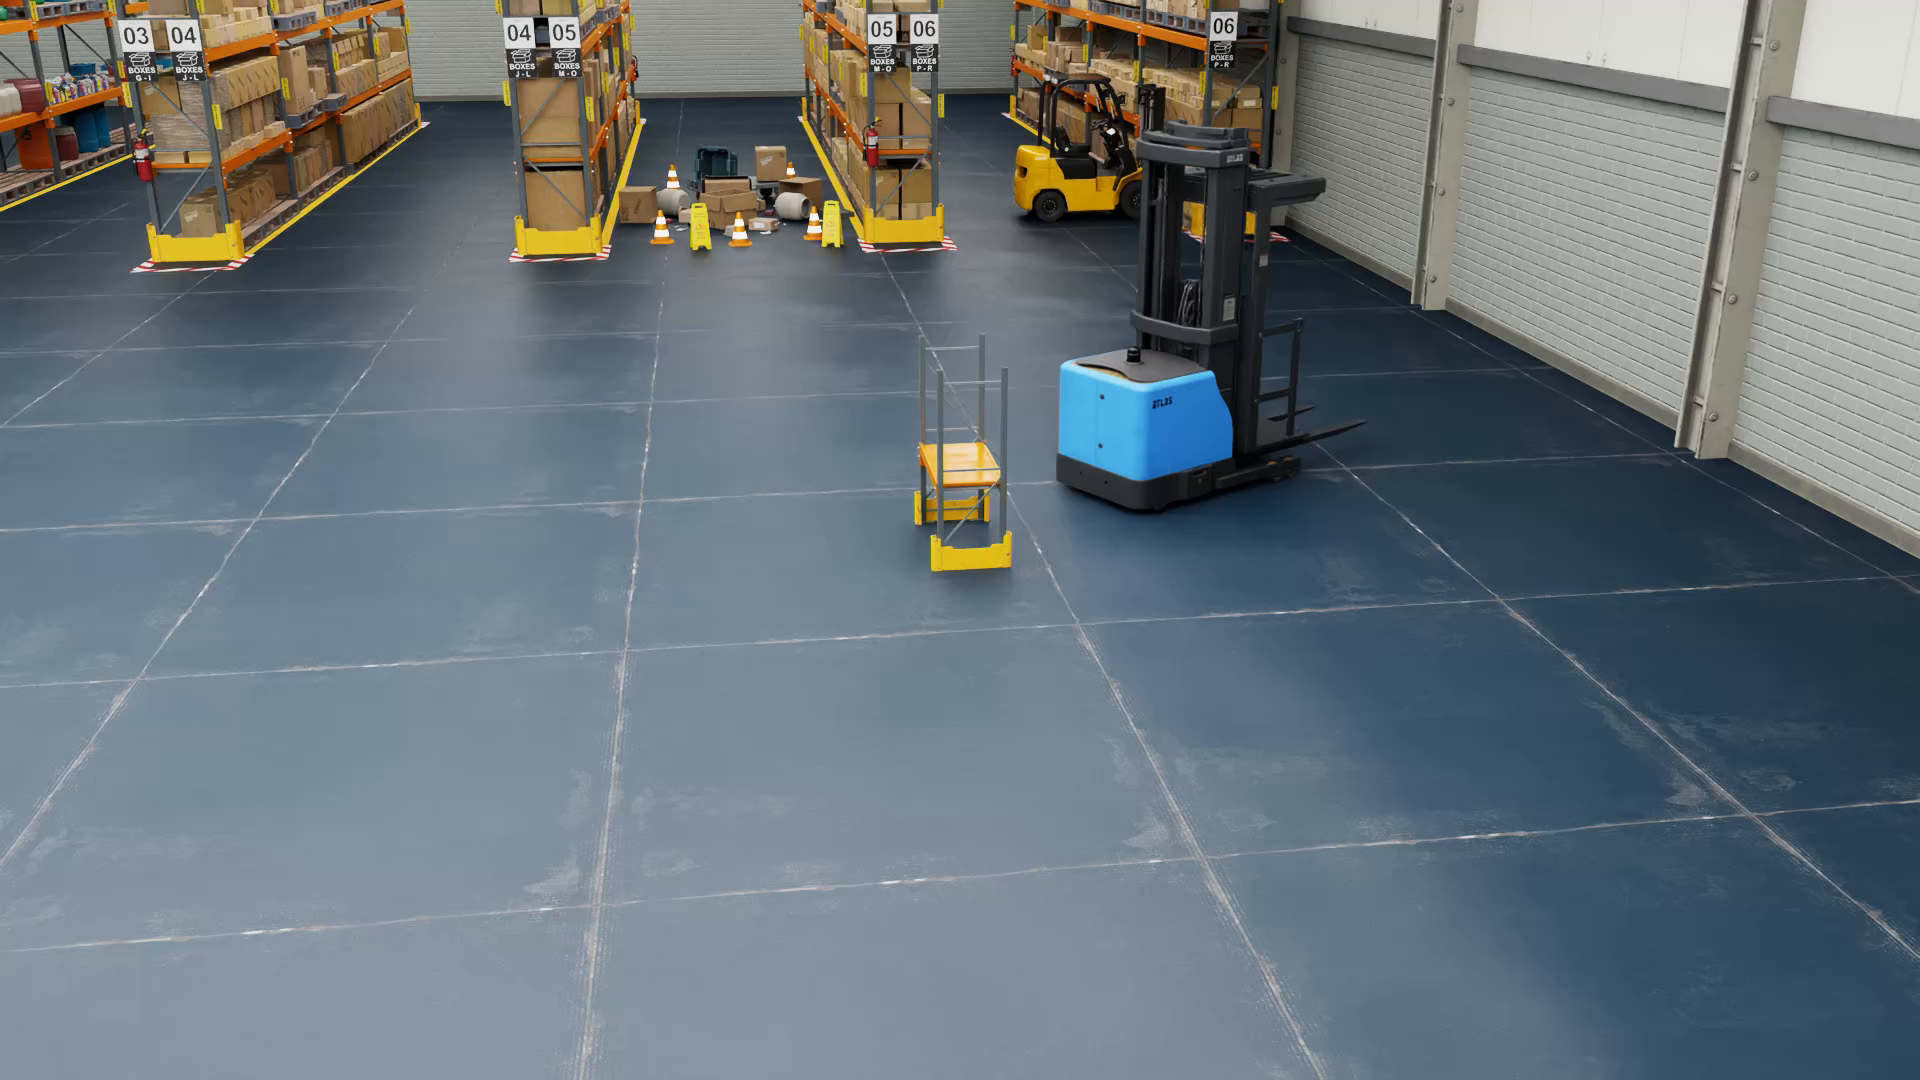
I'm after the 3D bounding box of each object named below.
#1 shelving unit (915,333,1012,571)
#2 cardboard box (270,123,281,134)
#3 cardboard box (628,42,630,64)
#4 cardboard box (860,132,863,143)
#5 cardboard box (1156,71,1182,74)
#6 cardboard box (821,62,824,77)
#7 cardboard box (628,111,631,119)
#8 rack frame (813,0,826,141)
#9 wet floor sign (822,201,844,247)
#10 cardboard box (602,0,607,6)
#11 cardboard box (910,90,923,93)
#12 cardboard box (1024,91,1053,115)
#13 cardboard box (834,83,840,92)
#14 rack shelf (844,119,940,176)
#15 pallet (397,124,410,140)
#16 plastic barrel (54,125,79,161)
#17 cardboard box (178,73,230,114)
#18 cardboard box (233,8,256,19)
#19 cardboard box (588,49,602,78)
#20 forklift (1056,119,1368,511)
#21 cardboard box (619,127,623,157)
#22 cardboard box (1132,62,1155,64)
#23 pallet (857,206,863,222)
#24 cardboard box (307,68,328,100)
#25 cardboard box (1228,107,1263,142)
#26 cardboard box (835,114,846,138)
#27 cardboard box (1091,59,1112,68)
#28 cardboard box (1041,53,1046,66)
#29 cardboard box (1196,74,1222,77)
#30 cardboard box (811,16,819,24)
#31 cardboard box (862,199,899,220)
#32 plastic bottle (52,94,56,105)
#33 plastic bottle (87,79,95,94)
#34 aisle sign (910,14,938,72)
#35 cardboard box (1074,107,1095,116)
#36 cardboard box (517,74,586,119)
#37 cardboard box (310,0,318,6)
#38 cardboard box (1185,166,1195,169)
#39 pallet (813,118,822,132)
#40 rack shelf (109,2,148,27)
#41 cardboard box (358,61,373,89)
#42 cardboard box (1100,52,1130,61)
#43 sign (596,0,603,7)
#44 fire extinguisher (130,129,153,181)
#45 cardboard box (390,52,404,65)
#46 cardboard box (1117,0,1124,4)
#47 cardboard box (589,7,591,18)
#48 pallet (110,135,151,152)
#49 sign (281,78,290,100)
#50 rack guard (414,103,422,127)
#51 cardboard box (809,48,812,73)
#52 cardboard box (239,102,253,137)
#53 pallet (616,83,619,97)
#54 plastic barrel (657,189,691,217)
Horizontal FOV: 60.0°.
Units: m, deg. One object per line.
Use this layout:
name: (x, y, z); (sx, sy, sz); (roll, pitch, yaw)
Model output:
shelving unit: (0.011, -0.676, 12.383); (0.587, 1.500, 1.083); (-3, 21, -8)
cardboard box: (-10.853, -6.432, 26.009); (0.380, 0.149, 0.250); (-3, 21, -8)
cardboard box: (-7.475, -10.583, 36.196); (0.500, 0.500, 0.500); (-2, 21, -5)
cardboard box: (-1.313, -6.072, 25.044); (0.380, 0.149, 0.250); (-3, 21, -7)
cardboard box: (3.442, -7.639, 27.385); (0.380, 0.149, 0.250); (-3, 21, -9)
cardboard box: (-2.464, -9.253, 32.704); (0.500, 0.250, 0.500); (-3, 21, -9)
cardboard box: (-7.389, -9.270, 36.297); (0.380, 0.149, 0.250); (-3, 21, -8)
rack frame: (-2.548, -9.966, 35.112); (1.000, 3.000, 0.127); (-3, 21, -8)
wet floor sign: (-1.850, -4.588, 24.079); (0.267, 0.644, 0.232); (4, 21, 11)
cardboard box: (-6.327, -9.404, 28.435); (0.500, 0.500, 0.500); (-3, 21, -8)
cardboard box: (-0.846, -6.706, 25.817); (0.500, 0.500, 0.500); (-3, 21, -9)
cardboard box: (1.866, -10.114, 38.480); (0.700, 0.500, 0.500); (-2, 21, -6)
cardboard box: (-2.088, -8.245, 30.263); (0.380, 0.149, 0.250); (-3, 21, -7)
rack shelf: (-1.106, -6.166, 25.967); (1.077, 0.370, 4.000); (-3, 21, -8)
pallet: (-12.566, -8.850, 36.110); (1.003, 0.211, 1.213); (-3, 21, -8)
plastic barrel: (-16.929, -7.458, 31.243); (0.600, 0.588, 0.708); (-3, 21, -8)
cardboard box: (-10.434, -6.170, 22.952); (0.500, 0.500, 0.500); (-3, 21, -8)
cardboard box: (-10.733, -7.846, 24.793); (0.380, 0.149, 0.250); (-4, 21, -9)
cardboard box: (-6.650, -8.303, 29.088); (0.700, 0.500, 0.500); (-3, 21, -9)
forklift: (2.274, -2.001, 13.884); (3.031, 2.935, 1.130); (-15, 25, -35)
cardboard box: (-6.705, -7.580, 31.696); (0.500, 0.500, 0.500); (-4, 21, -10)
cardboard box: (3.417, -8.822, 30.978); (0.380, 0.149, 0.250); (-3, 21, -9)
pallet: (-1.084, -5.236, 26.432); (1.003, 0.211, 1.213); (-3, 21, -8)
cardboard box: (-11.481, -7.951, 28.975); (0.700, 0.500, 0.500); (0, 20, 0)
cardboard box: (4.297, -6.295, 25.141); (0.500, 0.500, 0.500); (-2, 21, -6)
cardboard box: (-1.989, -8.026, 32.353); (0.875, 0.875, 0.875); (-3, 21, -8)
cardboard box: (2.695, -9.058, 31.611); (0.380, 0.149, 0.250); (-2, 21, -6)
cardboard box: (2.049, -10.451, 36.199); (0.500, 0.250, 0.500); (-2, 21, -6)
cardboard box: (4.014, -7.397, 26.740); (0.380, 0.149, 0.250); (-3, 21, -8)
cardboard box: (-3.079, -11.406, 36.468); (0.380, 0.149, 0.250); (-3, 21, -8)
cardboard box: (-1.204, -4.994, 25.130); (0.500, 0.250, 0.500); (-3, 21, -8)
plastic bottle: (-16.425, -7.980, 30.078); (0.097, 0.201, 0.097); (0, 20, 0)
plastic bottle: (-16.754, -8.737, 31.998); (0.152, 0.276, 0.135); (-3, 21, -8)
aisle sign: (-0.502, -7.023, 23.517); (0.394, 0.787, 0.004); (-3, 21, -8)
cardboard box: (2.524, -8.687, 33.732); (0.380, 0.149, 0.250); (-3, 21, -9)
cardboard box: (-5.717, -6.233, 23.359); (0.875, 0.550, 0.550); (-3, 21, -8)
cardboard box: (-11.377, -9.438, 28.553); (0.500, 0.500, 0.500); (-3, 21, -8)
cardboard box: (3.718, -5.583, 25.279); (0.500, 0.250, 0.500); (-2, 21, -6)
pallet: (-2.759, -9.350, 37.448); (1.003, 0.211, 1.213); (-3, 21, -8)
rack shelf: (-17.544, -10.977, 34.560); (1.077, 0.370, 4.000); (-3, 21, -8)
cardboard box: (-11.952, -9.193, 32.900); (0.500, 0.500, 0.500); (-2, 21, -6)
cardboard box: (3.020, -9.262, 32.485); (0.500, 0.500, 0.500); (-2, 21, -5)
sign: (-5.729, -8.624, 26.381); (0.100, 0.325, 0.005); (-3, 21, -8)
fire extinguisher: (-11.064, -5.212, 22.495); (0.296, 0.674, 0.183); (-3, 21, -8)
cardboard box: (-12.526, -10.590, 36.572); (0.500, 0.250, 0.500); (-3, 21, -9)
cardboard box: (3.060, -9.559, 29.119); (0.500, 0.311, 0.500); (-4, 21, -10)
cardboard box: (-5.724, -7.891, 24.887); (0.380, 0.149, 0.250); (-3, 21, -8)
pallet: (-17.400, -8.162, 34.269); (1.003, 0.211, 1.213); (-3, 21, -8)
sign: (-10.665, -7.132, 26.286); (0.100, 0.325, 0.005); (-3, 21, -8)
rack guard: (-12.934, -9.688, 37.941); (1.175, 0.500, 0.348); (-3, 21, -8)
cardboard box: (-3.034, -10.512, 36.430); (0.500, 0.500, 0.500); (-3, 21, -9)
cardboard box: (-10.957, -6.205, 24.475); (0.875, 0.500, 0.500); (-3, 21, -8)
pallet: (-7.063, -8.448, 31.321); (1.213, 0.211, 1.003); (-3, 21, -8)
plastic barrel: (-4.597, -5.389, 26.540); (0.512, 0.421, 0.421); (12, 24, 30)
